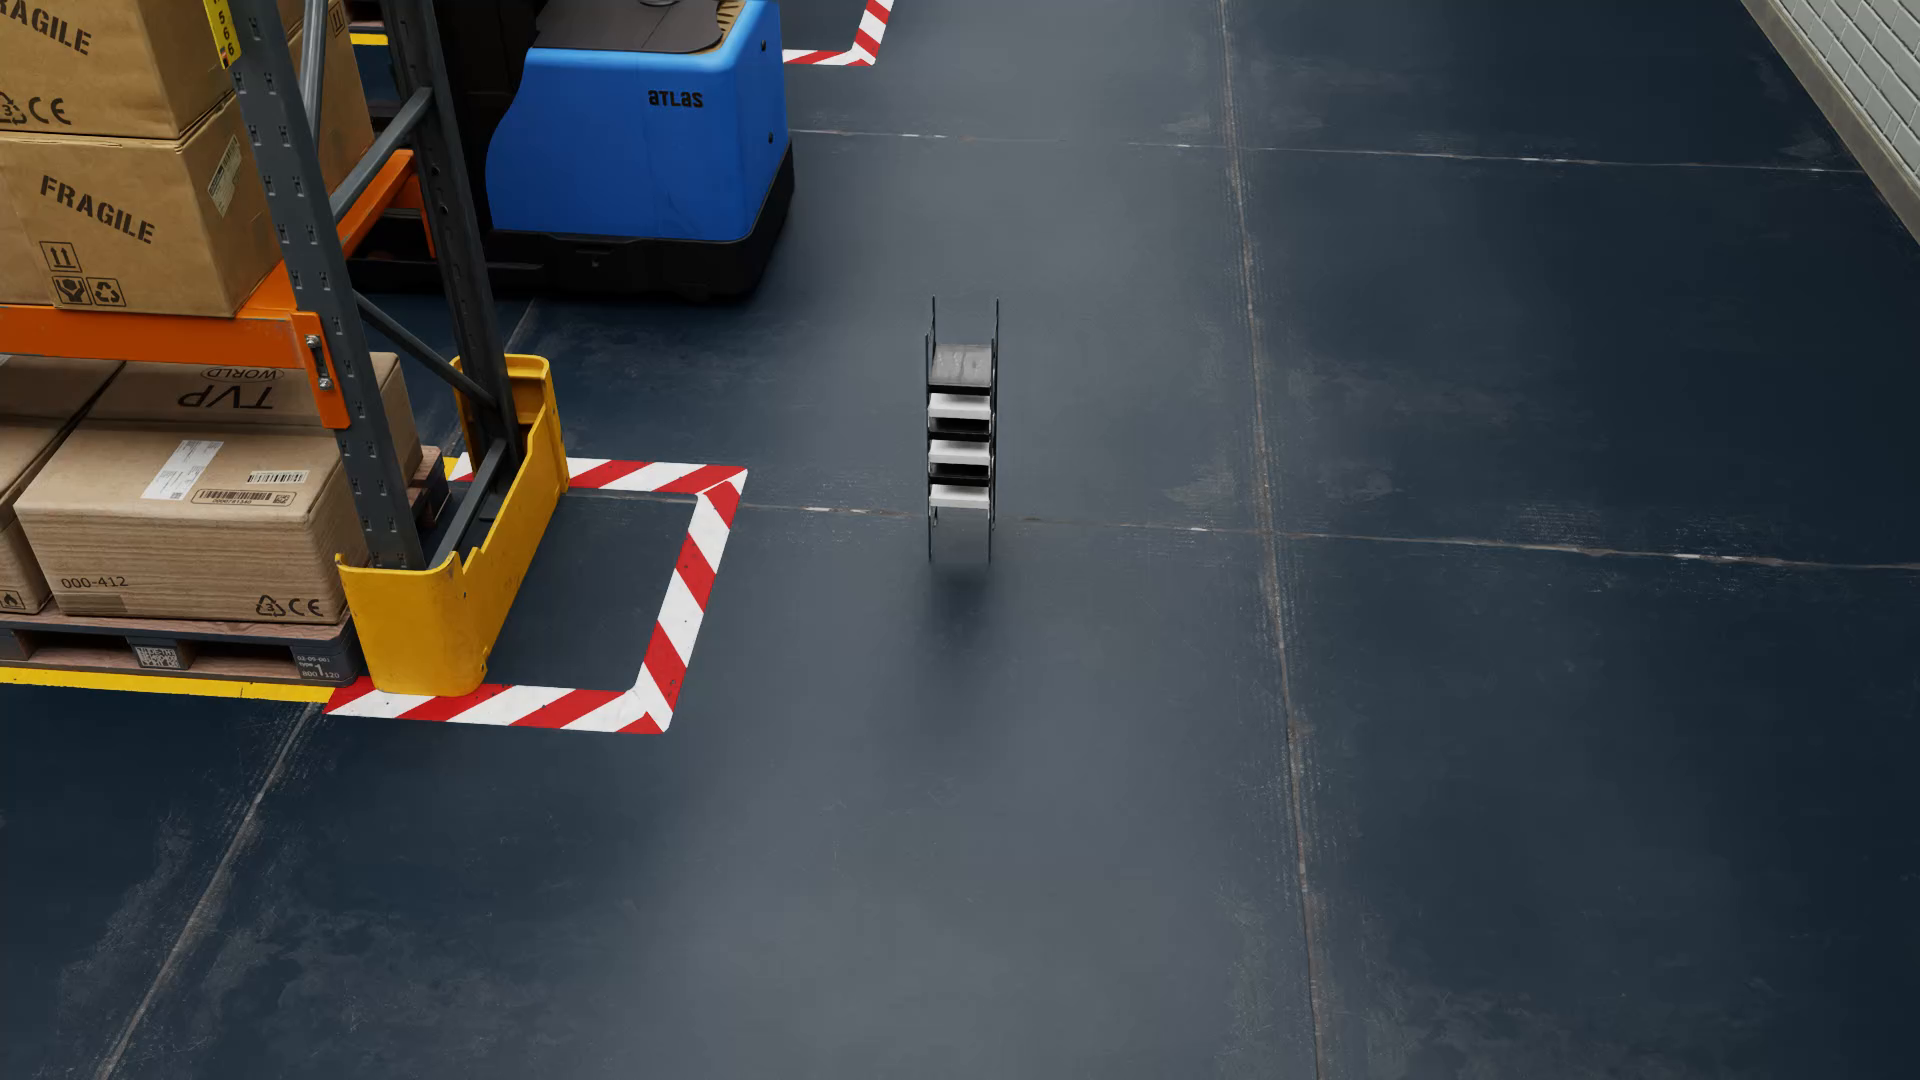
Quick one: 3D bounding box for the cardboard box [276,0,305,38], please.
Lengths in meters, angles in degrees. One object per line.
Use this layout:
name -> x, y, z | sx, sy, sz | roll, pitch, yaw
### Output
cardboard box -> -2.101, -1.683, 4.570 | 0.500, 0.500, 0.500 | 2, 39, 3

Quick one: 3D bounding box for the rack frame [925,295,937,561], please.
rack frame -> -0.093, -0.354, 5.472 | 0.006, 0.900, 0.240 | 3, 39, 4

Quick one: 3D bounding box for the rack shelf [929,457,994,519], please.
rack shelf -> 0.008, -0.183, 5.600 | 0.200, 0.077, 0.258 | 3, 39, 4

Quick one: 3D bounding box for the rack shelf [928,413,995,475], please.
rack shelf -> 0.008, -0.323, 5.486 | 0.200, 0.077, 0.258 | 3, 39, 4

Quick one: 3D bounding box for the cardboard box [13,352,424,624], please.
cardboard box -> -2.314, -0.194, 5.309 | 0.875, 0.438, 0.875 | 2, 39, 2

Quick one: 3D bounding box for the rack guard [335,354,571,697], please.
rack guard -> -1.624, -0.081, 5.453 | 0.348, 0.500, 1.175 | 3, 39, 4

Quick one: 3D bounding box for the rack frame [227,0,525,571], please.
rack frame -> -1.647, -1.051, 4.665 | 0.127, 3.000, 1.000 | 3, 39, 4

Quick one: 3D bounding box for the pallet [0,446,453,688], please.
pallet -> -2.451, 0.036, 5.539 | 1.213, 0.211, 1.003 | 3, 39, 4

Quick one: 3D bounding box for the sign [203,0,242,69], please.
sign -> -1.708, -1.252, 3.807 | 0.005, 0.325, 0.100 | 3, 39, 4

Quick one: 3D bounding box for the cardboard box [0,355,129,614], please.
cardboard box -> -3.226, -0.238, 5.363 | 0.875, 0.438, 0.875 | 4, 39, 5

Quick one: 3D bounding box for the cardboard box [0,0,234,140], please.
cardboard box -> -2.148, -1.354, 4.167 | 0.500, 0.500, 0.500 | 4, 39, 5

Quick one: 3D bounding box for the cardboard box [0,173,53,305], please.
cardboard box -> -2.650, -0.987, 4.507 | 0.500, 0.500, 0.500 | 2, 39, 3

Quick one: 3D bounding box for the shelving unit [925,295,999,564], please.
shelving unit -> 0.008, -0.349, 5.465 | 0.210, 0.900, 0.258 | 3, 39, 4

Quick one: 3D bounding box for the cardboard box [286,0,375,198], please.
cardboard box -> -2.101, -1.297, 4.888 | 0.500, 0.500, 0.500 | 3, 39, 3

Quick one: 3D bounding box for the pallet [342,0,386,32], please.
pallet -> -3.415, -3.227, 9.548 | 1.213, 0.211, 1.003 | 3, 39, 4

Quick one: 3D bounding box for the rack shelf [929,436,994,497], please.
rack shelf -> 0.008, -0.253, 5.543 | 0.200, 0.077, 0.258 | 3, 39, 4

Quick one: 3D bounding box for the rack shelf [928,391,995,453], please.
rack shelf -> 0.008, -0.392, 5.430 | 0.200, 0.077, 0.258 | 3, 39, 4

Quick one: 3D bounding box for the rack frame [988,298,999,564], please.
rack frame -> 0.109, -0.343, 5.459 | 0.006, 0.900, 0.240 | 3, 39, 4

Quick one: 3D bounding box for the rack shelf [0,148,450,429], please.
rack shelf -> -3.640, -0.881, 5.026 | 4.000, 0.370, 1.077 | 3, 39, 4

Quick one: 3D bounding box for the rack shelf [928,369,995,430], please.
rack shelf -> 0.008, -0.462, 5.373 | 0.200, 0.077, 0.258 | 3, 39, 4

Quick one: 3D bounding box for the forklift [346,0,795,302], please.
forklift -> -2.308, -2.523, 6.528 | 3.031, 2.935, 1.130 | 4, 39, 5

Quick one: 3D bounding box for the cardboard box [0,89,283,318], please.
cardboard box -> -2.151, -0.950, 4.462 | 0.500, 0.500, 0.500 | 3, 39, 4

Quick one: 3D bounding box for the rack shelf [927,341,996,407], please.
rack shelf -> 0.008, -0.532, 5.316 | 0.200, 0.077, 0.258 | 3, 39, 4
